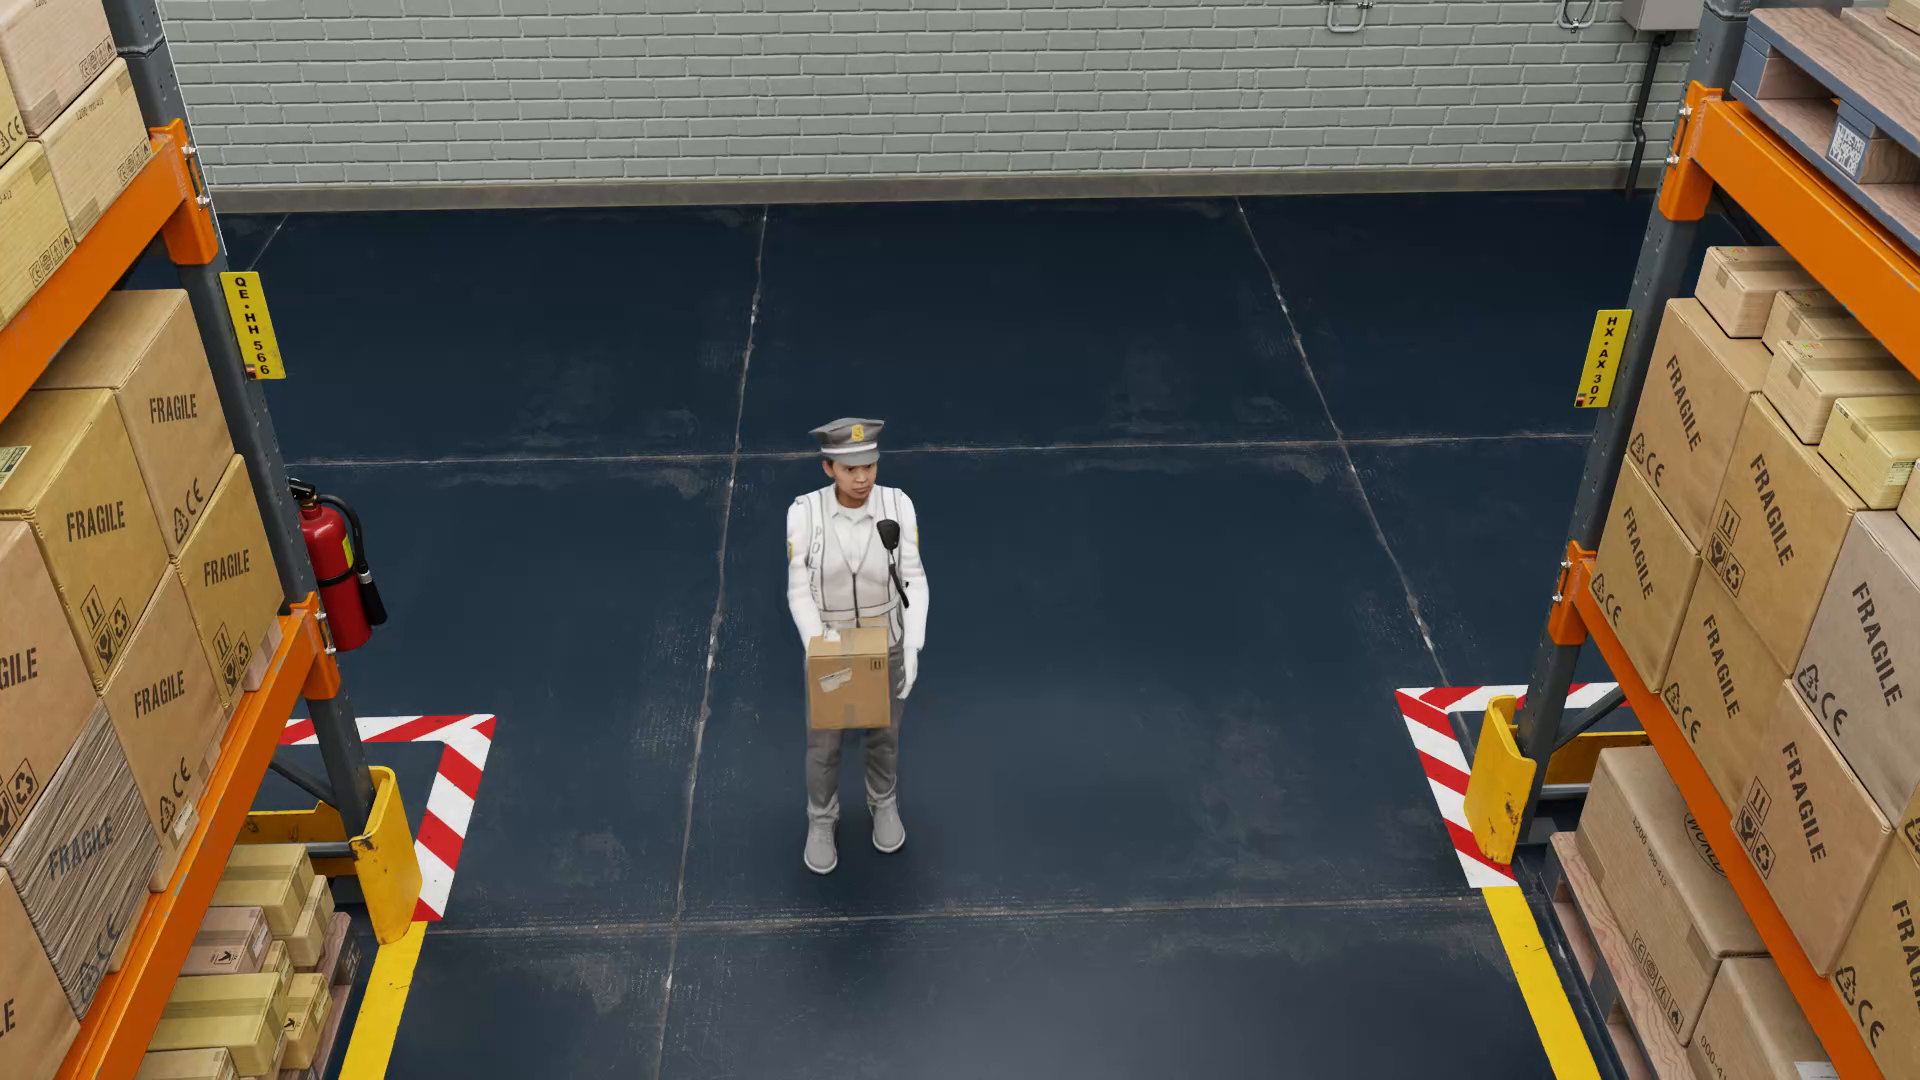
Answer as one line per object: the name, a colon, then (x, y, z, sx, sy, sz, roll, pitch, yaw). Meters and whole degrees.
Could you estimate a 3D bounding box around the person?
person: (-0.343, 0.370, 5.593, 0.492, 1.700, 0.543, -8, 36, -11)
